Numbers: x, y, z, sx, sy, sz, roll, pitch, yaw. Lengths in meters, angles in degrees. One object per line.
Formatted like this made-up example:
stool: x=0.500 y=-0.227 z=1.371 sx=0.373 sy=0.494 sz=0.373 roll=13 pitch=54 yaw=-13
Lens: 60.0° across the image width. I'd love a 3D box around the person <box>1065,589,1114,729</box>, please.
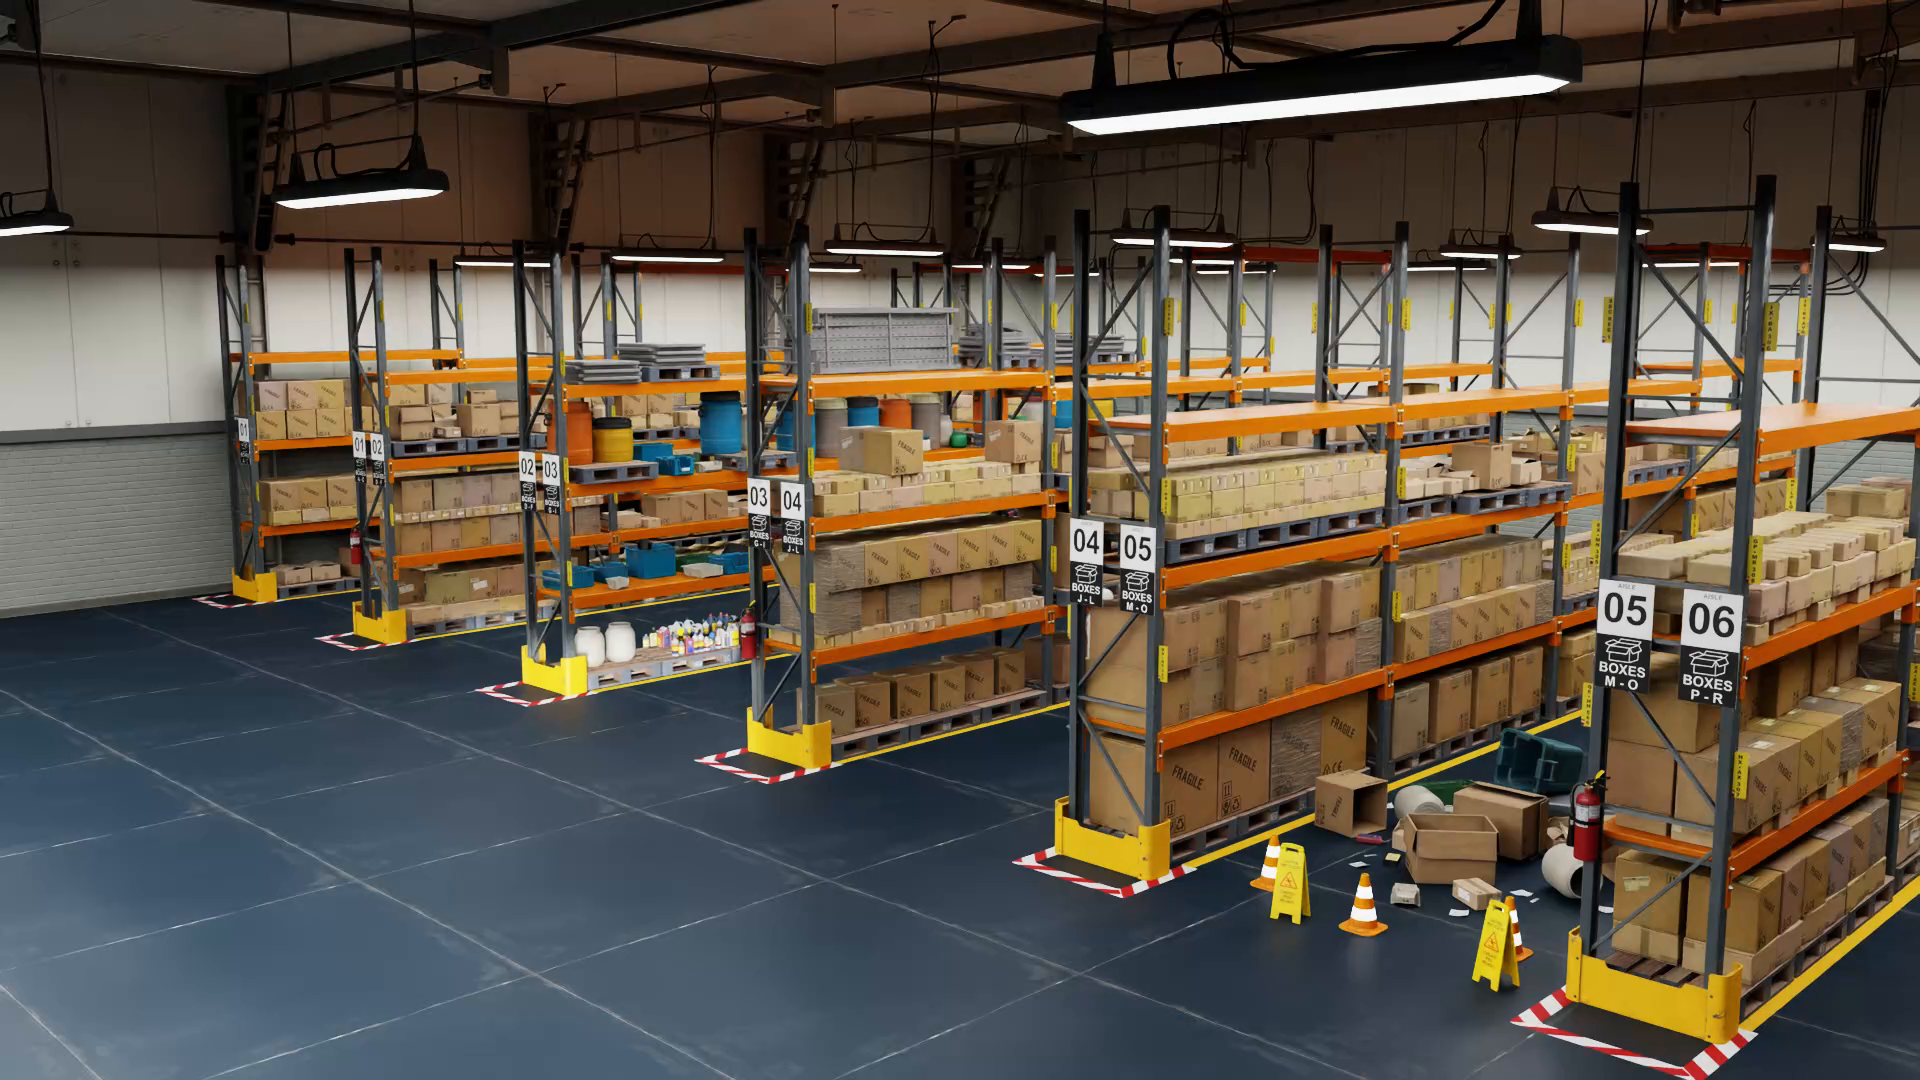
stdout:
person: x=1.693 y=1.452 z=20.151 sx=0.595 sy=1.716 sz=1.031 roll=7 pitch=10 yaw=39
